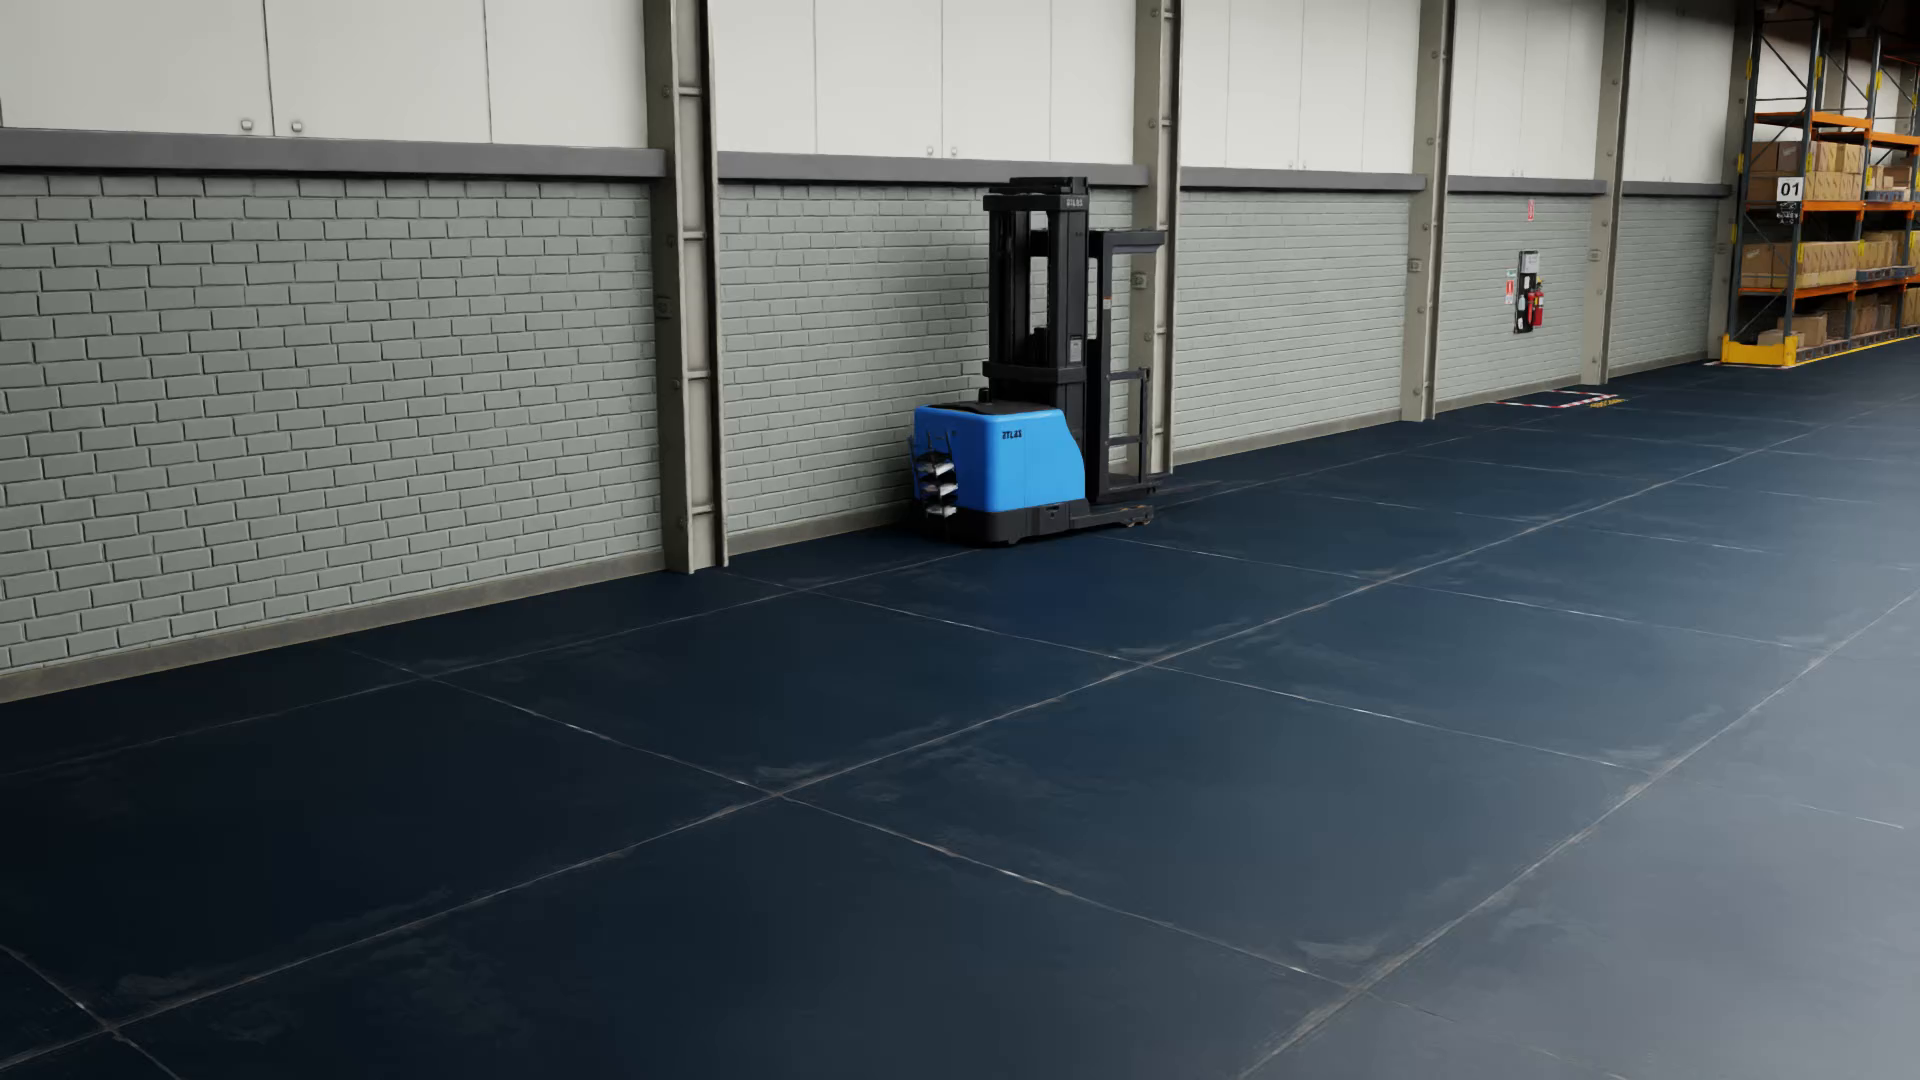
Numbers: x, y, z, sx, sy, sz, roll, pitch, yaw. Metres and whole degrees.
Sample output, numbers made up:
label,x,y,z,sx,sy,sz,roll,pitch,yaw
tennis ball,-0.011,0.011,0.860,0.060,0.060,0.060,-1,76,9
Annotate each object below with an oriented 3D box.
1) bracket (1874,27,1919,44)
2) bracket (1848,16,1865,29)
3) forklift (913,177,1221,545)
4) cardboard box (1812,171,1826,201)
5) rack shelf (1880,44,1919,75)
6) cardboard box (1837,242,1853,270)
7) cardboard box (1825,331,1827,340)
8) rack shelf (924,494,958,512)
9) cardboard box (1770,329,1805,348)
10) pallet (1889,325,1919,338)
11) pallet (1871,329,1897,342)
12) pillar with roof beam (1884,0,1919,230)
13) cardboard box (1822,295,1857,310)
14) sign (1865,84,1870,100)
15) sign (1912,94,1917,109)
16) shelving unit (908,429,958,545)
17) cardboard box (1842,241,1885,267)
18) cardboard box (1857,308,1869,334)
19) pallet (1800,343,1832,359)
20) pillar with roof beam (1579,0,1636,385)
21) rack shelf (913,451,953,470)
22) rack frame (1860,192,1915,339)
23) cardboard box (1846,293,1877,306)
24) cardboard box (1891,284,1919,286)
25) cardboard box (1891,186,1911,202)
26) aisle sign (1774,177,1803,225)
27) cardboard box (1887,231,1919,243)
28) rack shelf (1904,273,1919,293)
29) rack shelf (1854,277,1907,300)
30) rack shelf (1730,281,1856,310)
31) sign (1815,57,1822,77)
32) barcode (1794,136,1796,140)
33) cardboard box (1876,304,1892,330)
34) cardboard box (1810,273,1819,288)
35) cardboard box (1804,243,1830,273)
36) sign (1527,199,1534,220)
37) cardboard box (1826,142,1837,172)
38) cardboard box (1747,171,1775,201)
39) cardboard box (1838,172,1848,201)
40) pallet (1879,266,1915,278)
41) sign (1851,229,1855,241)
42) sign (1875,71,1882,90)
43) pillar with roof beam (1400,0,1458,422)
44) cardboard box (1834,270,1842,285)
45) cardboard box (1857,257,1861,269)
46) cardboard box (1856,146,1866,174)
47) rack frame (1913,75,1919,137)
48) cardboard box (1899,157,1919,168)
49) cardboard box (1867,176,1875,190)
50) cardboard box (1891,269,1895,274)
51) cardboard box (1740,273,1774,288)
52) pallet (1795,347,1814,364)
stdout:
label,x,y,z,sx,sy,sz,roll,pitch,yaw
bracket,20.033,-10.779,35.515,0.076,0.066,4.783,10,15,40
bracket,17.784,-10.278,33.005,0.235,0.232,0.430,10,15,40
forklift,1.046,-1.616,14.319,3.031,2.935,1.130,-10,15,-40
cardboard box,14.808,-6.201,29.137,0.500,0.500,0.500,-11,16,-44
rack shelf,20.619,-10.271,35.509,1.077,0.370,4.000,10,15,40
cardboard box,16.254,-5.289,30.952,0.500,0.500,0.500,10,15,40
cardboard box,16.328,-3.913,31.753,0.380,0.166,0.250,7,14,33
rack shelf,-0.151,-0.316,13.530,0.258,0.077,0.200,10,30,44
cardboard box,14.919,-3.652,30.077,0.500,0.311,0.500,-11,15,-43
pallet,19.876,-4.496,35.684,1.003,0.211,1.213,10,15,40
pallet,18.782,-4.275,34.577,1.003,0.211,1.213,10,15,40
pillar with roof beam,24.986,-8.946,35.526,9.100,9.000,0.548,10,15,40
cardboard box,17.420,-4.702,32.940,0.500,0.250,0.500,9,15,39
sign,18.880,-9.306,34.541,0.100,0.325,0.005,10,15,40
sign,21.539,-9.899,37.508,0.100,0.325,0.005,10,15,40
shelving unit,-0.174,-0.429,13.486,0.258,0.900,0.210,10,30,44
cardboard box,18.191,-5.766,33.541,0.700,0.500,0.500,10,15,40
cardboard box,17.803,-4.422,33.450,0.700,0.500,0.500,10,15,41
pallet,15.437,-3.518,30.785,1.003,0.211,1.213,10,15,40
pillar with roof beam,13.104,-6.298,22.267,9.100,9.000,0.400,10,15,40
rack shelf,-0.219,-0.646,13.401,0.258,0.077,0.200,10,30,44
rack frame,19.299,-5.757,34.879,1.000,3.000,0.127,10,15,40
cardboard box,18.440,-4.927,34.064,0.500,0.250,0.500,10,15,41
cardboard box,21.024,-5.254,36.775,0.750,0.750,0.750,10,15,42
cardboard box,19.027,-7.054,33.886,0.500,0.311,0.500,10,15,40
aisle sign,14.196,-5.806,28.484,0.394,0.787,0.004,10,15,40
cardboard box,19.811,-6.368,34.953,0.500,0.250,0.500,10,15,42
rack shelf,20.619,-5.699,36.422,1.077,0.370,4.000,10,15,40
rack shelf,17.979,-5.110,33.476,1.077,0.370,4.000,10,15,40
rack shelf,15.338,-4.522,30.529,1.077,0.370,4.000,10,15,40
sign,14.426,-7.949,27.948,0.100,0.325,0.005,10,15,40
barcode,15.418,-7.423,30.707,0.001,0.075,0.075,10,15,40
cardboard box,18.863,-4.635,34.516,0.700,0.500,0.500,10,15,41
cardboard box,14.911,-4.626,29.544,0.500,0.250,0.500,9,15,39
cardboard box,15.239,-5.062,29.816,0.500,0.500,0.500,9,14,39
sign,8.130,-4.702,23.677,0.001,0.298,0.199,10,15,40
cardboard box,15.154,-6.770,29.430,0.500,0.500,0.500,10,15,42
cardboard box,14.103,-6.204,29.151,0.500,0.500,0.500,-11,16,-43
cardboard box,15.830,-6.433,30.298,0.500,0.500,0.500,9,14,38
pallet,18.909,-5.545,34.304,1.213,0.211,1.003,10,15,40
sign,18.880,-6.396,35.122,0.100,0.325,0.005,10,15,40
sign,17.054,-8.535,30.881,0.100,0.325,0.005,10,15,40
pillar with roof beam,9.143,-5.415,17.848,9.100,9.000,0.400,10,15,40
cardboard box,15.918,-4.848,30.658,0.500,0.250,0.500,10,15,40
cardboard box,17.020,-5.504,32.232,0.700,0.500,0.500,10,15,41
cardboard box,16.532,-7.080,30.984,0.500,0.500,0.500,8,14,36
rack frame,21.939,-9.288,37.238,1.000,3.000,0.127,10,15,40
cardboard box,20.907,-8.254,36.425,0.500,0.250,0.500,9,15,39
cardboard box,17.486,-6.963,32.411,0.500,0.311,0.500,10,15,42
cardboard box,19.690,-5.663,34.994,0.380,0.149,0.250,9,15,40
cardboard box,14.181,-4.611,29.468,0.500,0.250,0.500,10,15,41
pallet,14.631,-3.339,29.890,1.003,0.211,1.213,10,15,40
